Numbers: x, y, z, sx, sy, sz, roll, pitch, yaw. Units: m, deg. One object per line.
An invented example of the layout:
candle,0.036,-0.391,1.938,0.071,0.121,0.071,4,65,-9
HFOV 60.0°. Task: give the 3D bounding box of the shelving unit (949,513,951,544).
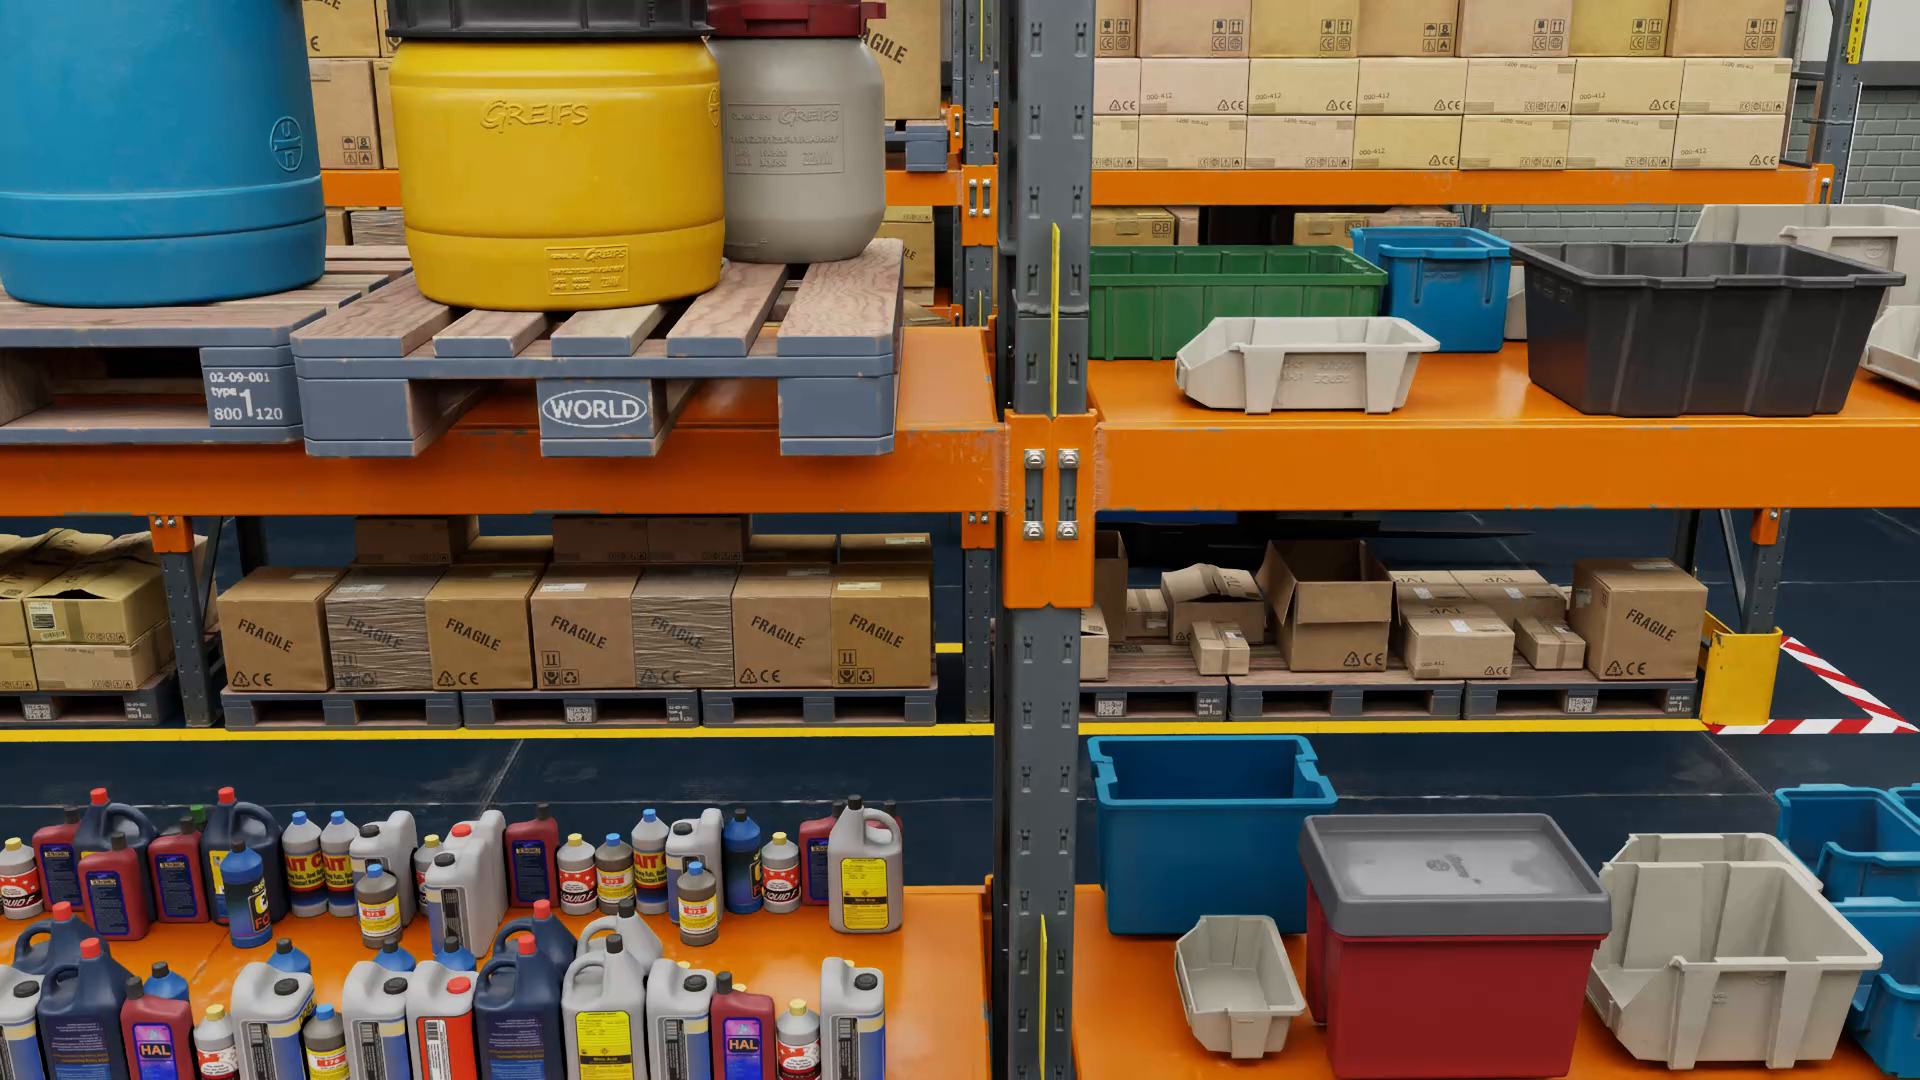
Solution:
shelving unit,0.054,-0.500,11.388,0.252,1.050,0.215,0,18,-1

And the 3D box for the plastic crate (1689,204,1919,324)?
plastic crate,1.937,-0.594,3.771,0.530,0.282,0.437,0,18,-1

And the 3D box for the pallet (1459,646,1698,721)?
pallet,3.210,0.681,9.079,1.213,0.211,1.003,0,18,-1

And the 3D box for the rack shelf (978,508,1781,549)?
rack shelf,2.084,-0.299,8.747,4.000,0.370,1.077,0,18,-1

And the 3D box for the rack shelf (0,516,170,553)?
rack shelf,-5.915,-0.260,8.626,4.000,0.370,1.077,0,18,-1

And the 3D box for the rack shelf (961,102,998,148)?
rack shelf,2.002,-3.240,13.005,4.000,0.370,1.077,0,18,-1

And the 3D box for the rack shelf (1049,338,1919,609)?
rack shelf,2.158,-0.214,3.572,4.000,0.370,1.077,0,18,-1

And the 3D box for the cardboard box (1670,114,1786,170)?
cardboard box,3.574,-1.925,7.973,0.500,0.250,0.500,0,18,-1

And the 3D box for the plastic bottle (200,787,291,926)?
plastic bottle,-1.823,0.796,4.235,0.185,0.351,0.144,0,18,-1

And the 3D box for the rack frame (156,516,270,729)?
rack frame,-3.916,-0.613,8.546,0.127,3.000,1.000,0,18,-1

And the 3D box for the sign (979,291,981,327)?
sign,0.096,-1.014,7.901,0.005,0.325,0.100,0,18,-1

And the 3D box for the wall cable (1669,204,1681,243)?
wall cable,5.267,-2.943,14.148,1.851,1.984,0.084,0,18,-1

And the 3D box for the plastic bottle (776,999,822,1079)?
plastic bottle,-0.346,1.085,3.579,0.097,0.201,0.097,0,18,0

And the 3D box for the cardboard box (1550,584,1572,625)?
cardboard box,3.409,0.387,9.349,0.250,0.166,0.380,0,18,-1

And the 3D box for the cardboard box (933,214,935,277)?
cardboard box,-0.462,-2.418,13.492,0.500,0.500,0.500,-1,18,-3

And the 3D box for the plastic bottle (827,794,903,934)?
plastic bottle,-0.239,0.807,4.201,0.185,0.351,0.144,0,18,-1

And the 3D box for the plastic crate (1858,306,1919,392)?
plastic crate,2.096,-0.355,3.265,0.530,0.136,0.437,0,18,-1

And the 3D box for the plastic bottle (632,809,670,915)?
plastic bottle,-0.793,0.822,4.285,0.097,0.271,0.097,0,18,0

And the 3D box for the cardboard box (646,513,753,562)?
cardboard box,-1.404,-0.075,9.016,0.500,0.250,0.500,0,18,-1

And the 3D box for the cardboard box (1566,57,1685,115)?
cardboard box,3.074,-2.163,7.897,0.500,0.250,0.500,0,18,-1

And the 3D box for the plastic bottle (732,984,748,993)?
plastic bottle,-0.480,1.067,3.635,0.097,0.201,0.097,0,18,0

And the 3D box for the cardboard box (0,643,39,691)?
cardboard box,-4.953,0.577,8.651,0.500,0.250,0.500,0,18,-2

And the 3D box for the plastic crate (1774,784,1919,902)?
plastic crate,2.289,0.821,4.252,0.300,0.233,0.416,0,18,-1

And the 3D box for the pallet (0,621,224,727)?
pallet,-4.739,0.707,8.997,1.213,0.211,1.003,0,18,-1

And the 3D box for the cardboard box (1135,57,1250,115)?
cardboard box,1.074,-2.156,7.875,0.500,0.250,0.500,0,18,-1

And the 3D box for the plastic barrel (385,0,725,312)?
plastic barrel,-0.751,-0.770,3.132,0.600,0.588,0.600,0,18,0

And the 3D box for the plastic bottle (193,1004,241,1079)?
plastic bottle,-1.582,1.091,3.561,0.097,0.201,0.097,0,18,0

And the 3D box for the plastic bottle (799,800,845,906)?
plastic bottle,-0.348,0.809,4.307,0.133,0.283,0.061,0,18,-1

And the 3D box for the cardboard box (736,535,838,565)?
cardboard box,-0.937,0.283,9.127,0.500,0.500,0.500,0,18,0

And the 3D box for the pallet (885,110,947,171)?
pallet,-0.569,-1.989,8.234,1.003,0.211,1.213,0,18,-1

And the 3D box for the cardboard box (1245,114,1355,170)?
cardboard box,1.574,-1.919,7.953,0.500,0.250,0.500,0,18,-1

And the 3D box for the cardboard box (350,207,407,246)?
cardboard box,-4.467,-2.377,13.164,0.500,0.500,0.700,-2,18,-7

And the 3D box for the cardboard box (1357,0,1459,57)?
cardboard box,2.069,-2.610,8.062,0.500,0.500,0.700,0,18,-1

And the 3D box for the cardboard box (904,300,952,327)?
cardboard box,-0.393,-0.945,8.733,0.500,0.500,0.700,-6,19,-19

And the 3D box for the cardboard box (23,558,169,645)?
cardboard box,-4.435,0.307,8.574,0.500,0.311,0.500,0,18,1

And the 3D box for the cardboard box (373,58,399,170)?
cardboard box,-2.450,-2.106,8.127,0.500,0.500,0.910,0,18,-1

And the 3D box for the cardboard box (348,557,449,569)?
cardboard box,-2.984,0.292,9.099,0.500,0.500,0.500,0,18,1

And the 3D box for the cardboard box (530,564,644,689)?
cardboard box,-1.909,0.444,8.625,0.500,0.500,0.500,-1,18,-3

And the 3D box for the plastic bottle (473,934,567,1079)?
plastic bottle,-0.940,1.010,3.570,0.185,0.351,0.144,0,18,-1

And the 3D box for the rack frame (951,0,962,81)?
rack frame,0.002,-5.001,12.406,0.127,3.000,1.000,0,18,-1

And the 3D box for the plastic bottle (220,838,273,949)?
plastic bottle,-1.777,0.871,4.133,0.097,0.271,0.097,0,18,0

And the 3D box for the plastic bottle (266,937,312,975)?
plastic bottle,-1.487,1.011,3.696,0.097,0.271,0.097,0,18,0

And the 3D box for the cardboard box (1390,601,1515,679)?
cardboard box,2.593,0.522,8.791,0.500,0.250,0.500,0,18,-1

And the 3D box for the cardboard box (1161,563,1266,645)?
cardboard box,1.399,0.346,9.240,0.500,0.311,0.500,0,18,-1

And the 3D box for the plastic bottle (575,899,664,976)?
plastic bottle,-0.758,0.965,3.710,0.185,0.351,0.144,0,18,-1

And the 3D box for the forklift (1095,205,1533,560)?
forklift,2.288,-1.357,10.978,3.031,2.935,1.130,1,18,3

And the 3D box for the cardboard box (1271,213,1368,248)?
cardboard box,2.764,-2.294,13.298,0.700,0.700,0.980,0,18,-1
